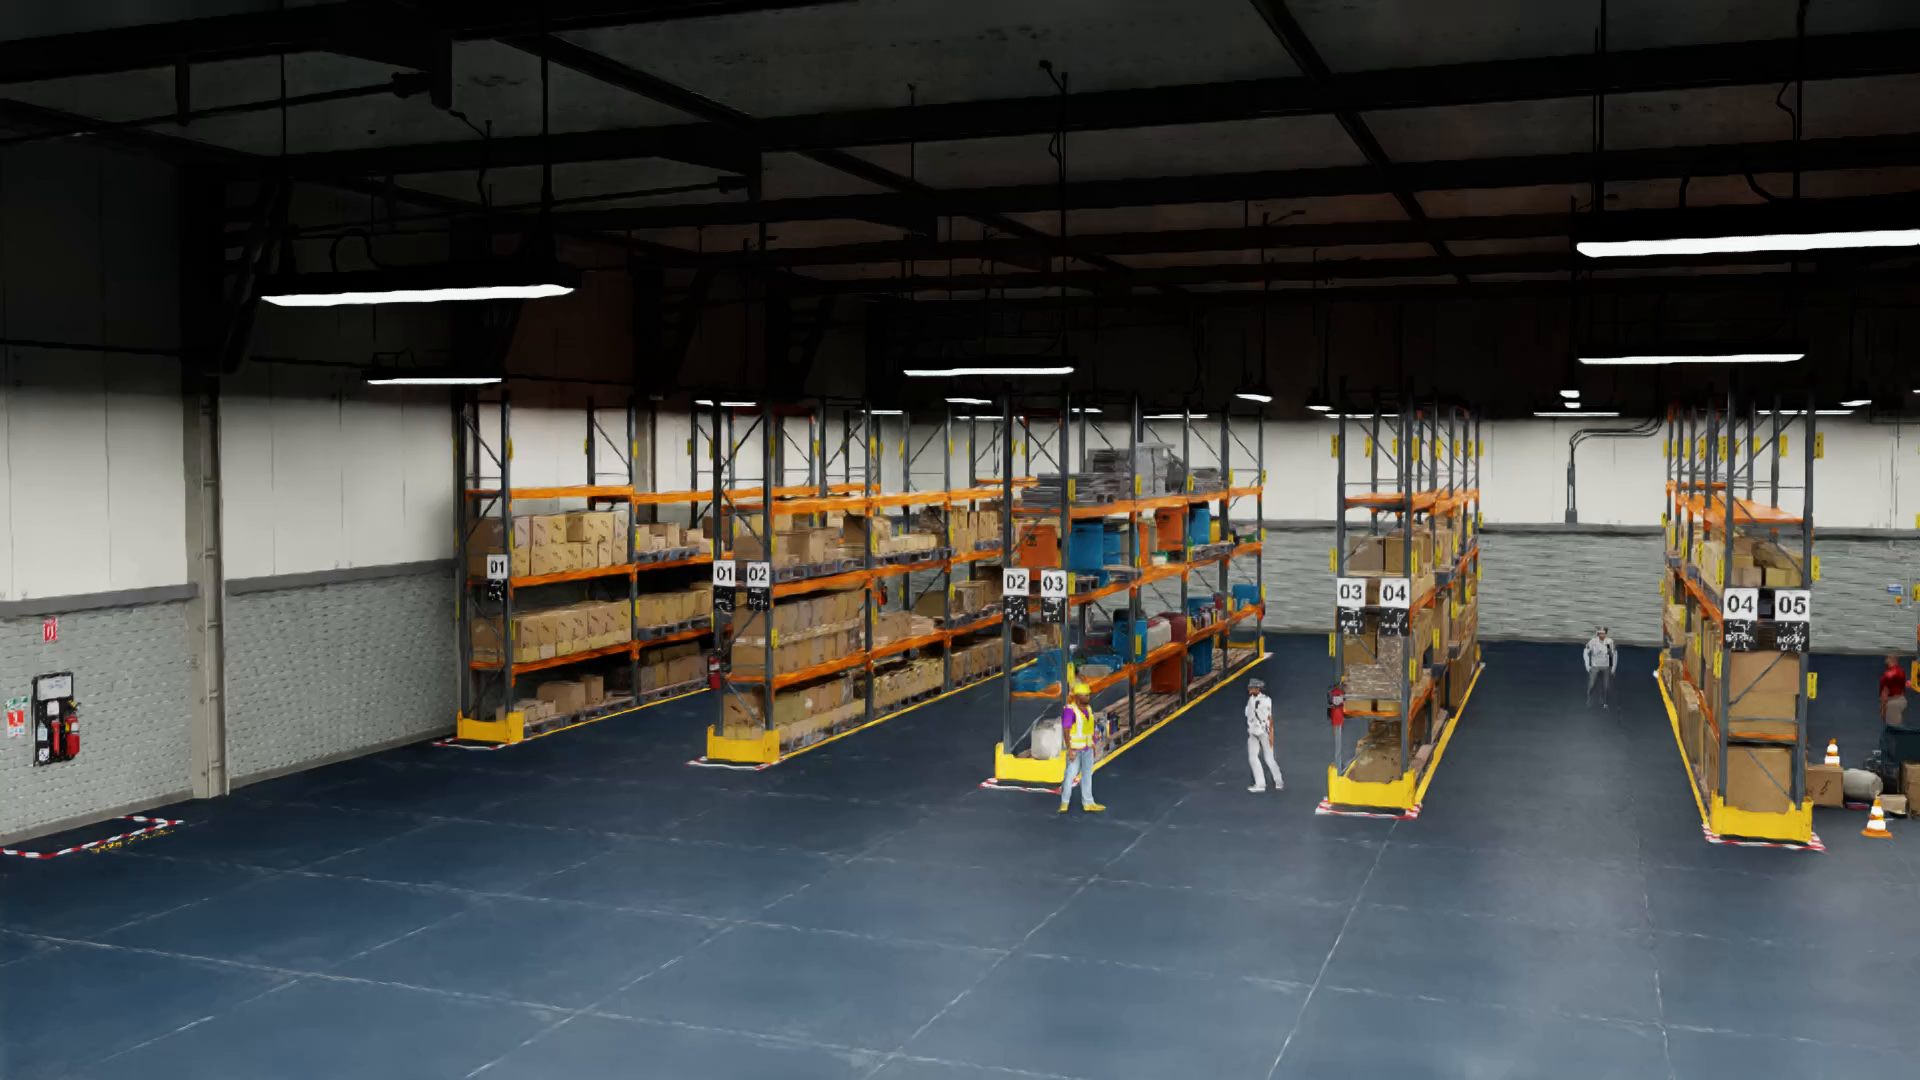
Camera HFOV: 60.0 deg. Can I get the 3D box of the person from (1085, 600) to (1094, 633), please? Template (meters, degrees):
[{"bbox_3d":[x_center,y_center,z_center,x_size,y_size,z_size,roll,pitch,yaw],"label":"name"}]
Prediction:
[{"bbox_3d":[2.951,2.076,38.375,0.347,1.597,0.535,0,3,7],"label":"person"}]

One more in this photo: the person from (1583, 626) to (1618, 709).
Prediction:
[{"bbox_3d":[12.301,2.438,31.942,0.639,1.627,0.512,1,3,19],"label":"person"}]

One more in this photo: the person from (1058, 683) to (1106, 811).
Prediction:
[{"bbox_3d":[1.648,2.853,22.896,0.649,1.772,0.479,-3,4,-43],"label":"person"}]

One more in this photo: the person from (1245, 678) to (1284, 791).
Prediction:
[{"bbox_3d":[4.460,2.837,24.321,0.534,1.661,0.514,-2,4,-33],"label":"person"}]

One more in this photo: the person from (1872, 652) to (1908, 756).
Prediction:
[{"bbox_3d":[14.907,2.660,26.660,0.653,1.717,0.586,-3,4,-40],"label":"person"}]
